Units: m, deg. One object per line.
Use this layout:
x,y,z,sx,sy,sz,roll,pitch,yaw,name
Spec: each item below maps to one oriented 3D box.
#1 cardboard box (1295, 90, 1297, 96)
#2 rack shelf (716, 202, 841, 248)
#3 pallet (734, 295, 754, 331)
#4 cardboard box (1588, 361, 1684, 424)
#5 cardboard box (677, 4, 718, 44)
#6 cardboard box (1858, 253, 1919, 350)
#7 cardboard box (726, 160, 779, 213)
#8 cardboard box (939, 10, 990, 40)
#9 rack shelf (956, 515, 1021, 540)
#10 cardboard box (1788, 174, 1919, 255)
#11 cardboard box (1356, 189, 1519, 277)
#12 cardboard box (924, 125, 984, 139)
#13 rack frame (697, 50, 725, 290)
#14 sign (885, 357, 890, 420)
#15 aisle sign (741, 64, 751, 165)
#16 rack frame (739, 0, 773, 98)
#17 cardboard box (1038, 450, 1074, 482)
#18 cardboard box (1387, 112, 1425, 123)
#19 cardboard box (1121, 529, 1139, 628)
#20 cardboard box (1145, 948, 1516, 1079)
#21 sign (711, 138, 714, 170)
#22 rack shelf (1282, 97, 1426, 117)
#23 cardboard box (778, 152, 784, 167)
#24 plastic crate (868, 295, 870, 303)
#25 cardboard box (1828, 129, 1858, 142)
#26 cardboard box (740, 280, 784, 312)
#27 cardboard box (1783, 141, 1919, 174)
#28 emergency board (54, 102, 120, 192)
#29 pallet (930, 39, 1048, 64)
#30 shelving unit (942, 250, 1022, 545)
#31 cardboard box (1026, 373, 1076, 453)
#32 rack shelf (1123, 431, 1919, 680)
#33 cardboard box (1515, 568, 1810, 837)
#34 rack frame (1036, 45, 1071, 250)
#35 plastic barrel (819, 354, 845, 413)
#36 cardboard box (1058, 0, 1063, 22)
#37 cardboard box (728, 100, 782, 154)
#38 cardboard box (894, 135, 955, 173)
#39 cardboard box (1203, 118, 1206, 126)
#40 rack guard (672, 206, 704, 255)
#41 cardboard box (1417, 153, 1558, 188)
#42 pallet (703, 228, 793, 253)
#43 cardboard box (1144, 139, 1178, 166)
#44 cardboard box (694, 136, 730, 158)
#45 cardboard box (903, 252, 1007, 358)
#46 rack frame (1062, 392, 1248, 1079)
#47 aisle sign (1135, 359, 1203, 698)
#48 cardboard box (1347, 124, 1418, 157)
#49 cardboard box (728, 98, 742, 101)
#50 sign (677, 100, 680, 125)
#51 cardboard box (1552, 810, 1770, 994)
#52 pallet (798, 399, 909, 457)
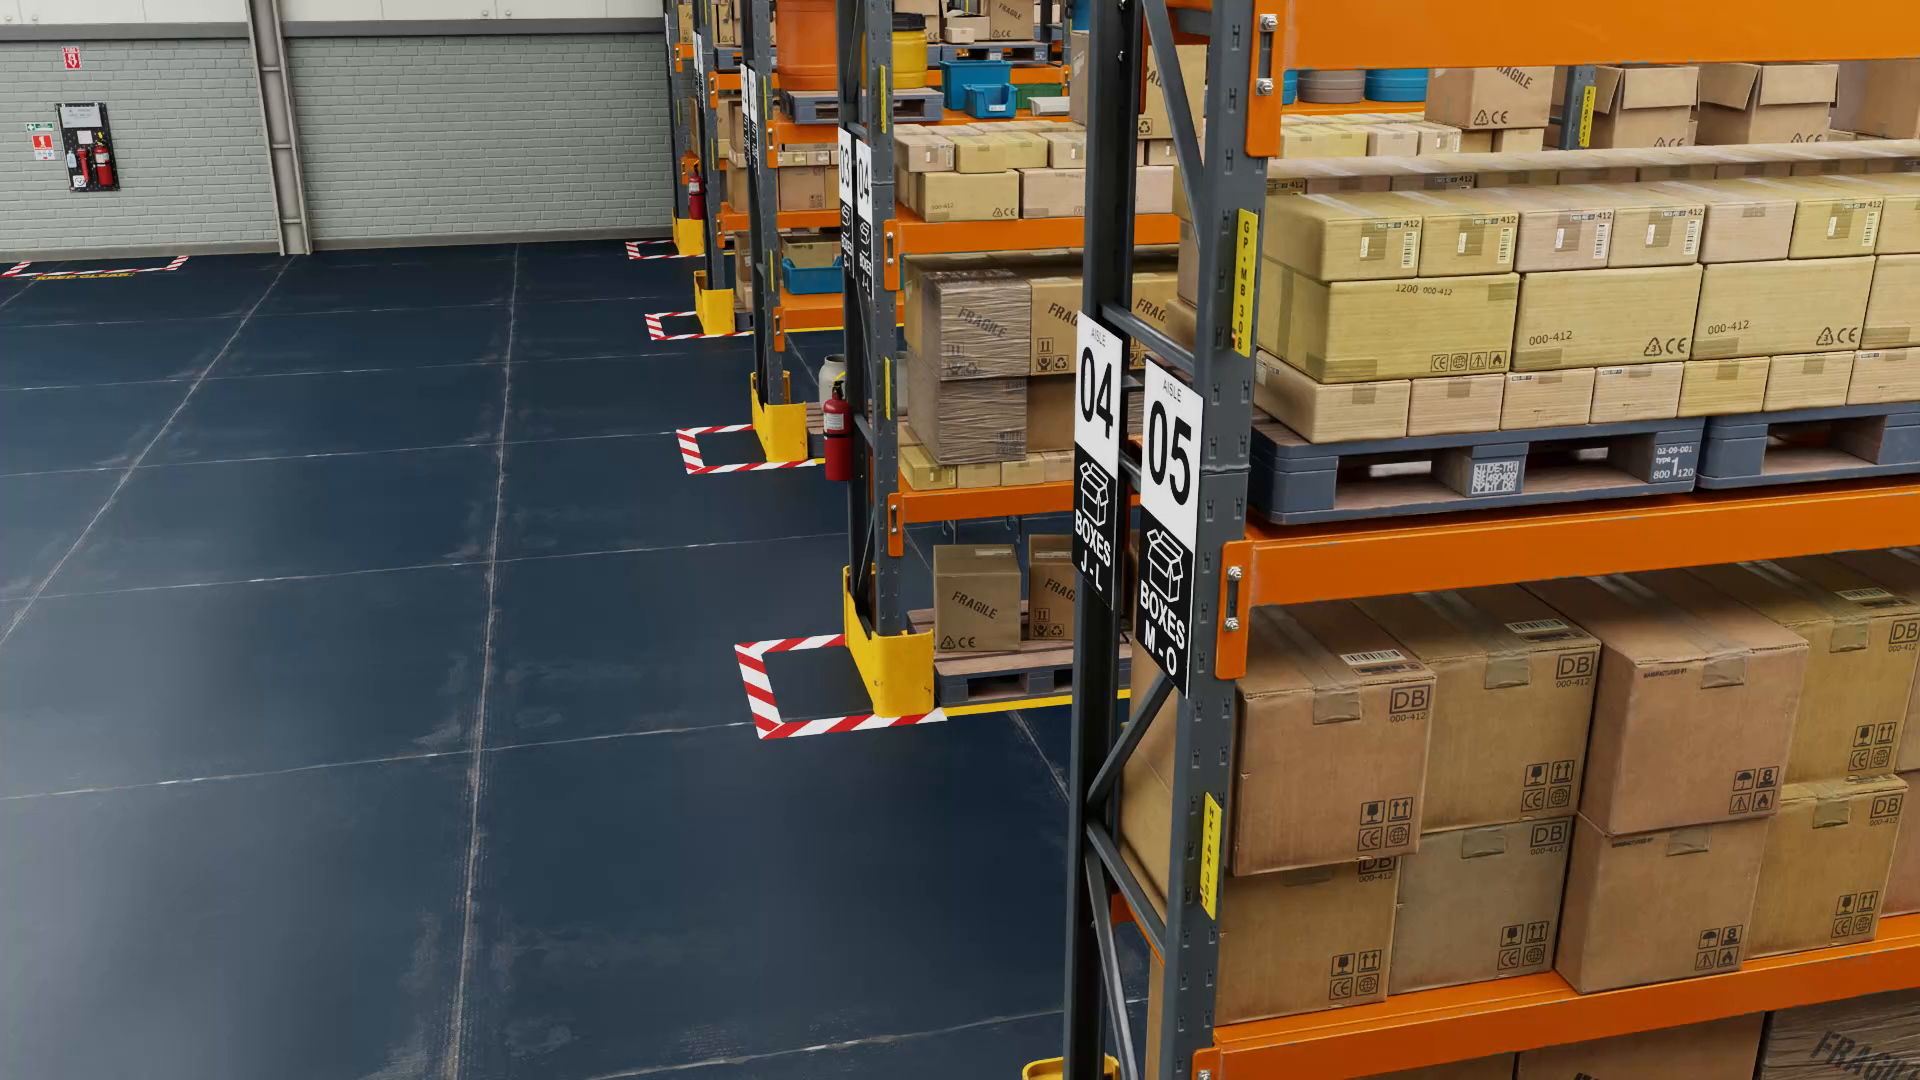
4.877,-6.735,24.642,0.500,0.250,0.500,-5,21,-13,cardboard box
-0.843,-3.724,19.165,4.000,0.370,1.077,-5,21,-12,rack shelf
-2.055,-2.668,19.292,1.213,0.211,1.003,-5,21,-12,pallet
1.675,-0.433,4.385,0.250,0.149,0.380,-4,21,-12,cardboard box
-3.550,-6.969,22.442,0.500,0.500,0.500,-4,21,-11,cardboard box
2.532,-0.713,4.569,0.500,0.250,0.500,-5,21,-13,cardboard box
-2.332,-3.983,18.681,0.500,0.500,0.700,-5,21,-12,cardboard box
0.027,-5.855,18.892,0.500,0.311,0.500,-6,21,-15,cardboard box
0.161,-0.329,12.235,0.480,0.518,0.431,-5,21,-12,rack shelf
2.414,-0.868,4.413,0.250,0.149,0.380,-4,21,-12,cardboard box
1.172,-0.767,4.137,0.250,0.149,0.380,-5,21,-12,cardboard box
-0.035,-2.220,9.291,0.250,0.149,0.380,-5,21,-14,cardboard box
-2.789,-3.903,18.609,0.127,3.000,1.000,-5,21,-12,rack frame
-0.388,-0.812,8.911,0.005,0.325,0.100,-5,21,-12,sign
-1.791,-3.559,13.891,0.004,0.787,0.394,-5,21,-12,aisle sign
-1.653,-5.062,13.050,0.127,3.000,1.000,-5,21,-12,rack frame
0.552,-0.467,9.593,0.250,0.149,0.380,-5,21,-12,cardboard box
2.749,-2.462,9.953,0.250,0.149,0.380,-6,21,-15,cardboard box
1.286,0.244,10.312,0.500,0.500,0.500,-3,20,-7,cardboard box
1.174,1.806,5.502,0.875,0.875,0.875,-5,21,-12,cardboard box
-2.667,-4.161,17.938,0.005,0.325,0.100,-5,21,-12,sign
4.186,-3.790,14.986,4.000,0.370,1.077,-5,21,-12,rack shelf
-2.101,-4.236,18.428,0.250,0.149,0.380,-5,21,-14,cardboard box
-0.708,-2.084,14.027,0.250,0.136,0.298,-5,21,-12,plastic crate
5.758,-2.522,10.695,0.500,0.250,0.500,-4,21,-11,cardboard box
-2.216,-2.777,18.922,0.500,0.250,0.500,-5,21,-12,cardboard box
2.752,-1.128,5.123,0.250,0.149,0.380,-5,21,-13,cardboard box
-11.703,-5.248,22.281,0.643,1.169,0.194,-5,21,-12,emergency board
0.279,-5.511,18.765,1.213,0.211,1.003,-5,21,-12,pallet
0.161,-0.999,11.989,0.503,2.100,0.431,-5,21,-12,shelving unit
0.487,-0.888,9.799,0.500,0.500,0.875,-5,21,-12,cardboard box
2.476,-0.148,5.042,4.000,0.370,1.077,-5,21,-12,rack shelf
1.990,0.414,5.035,0.550,0.550,0.875,-5,21,-12,cardboard box
1.103,-4.220,19.473,0.127,3.000,1.000,-5,21,-12,rack frame
-1.030,-1.352,14.650,0.421,0.512,0.421,0,20,0,plastic barrel
1.711,-7.644,23.705,0.500,0.500,0.500,-5,21,-14,cardboard box
-2.280,-4.596,18.469,0.500,0.500,0.700,-5,21,-12,cardboard box
-0.192,-2.057,8.845,0.250,0.149,0.380,-5,21,-13,cardboard box
1.489,-2.359,9.670,0.250,0.149,0.380,-4,21,-11,cardboard box
-3.859,-4.393,23.581,0.348,0.500,1.175,-5,21,-12,rack guard
1.524,-1.029,4.851,0.250,0.149,0.380,-4,21,-12,cardboard box
-3.060,-4.310,23.774,1.213,0.211,1.003,-5,21,-12,pallet
1.082,-2.148,9.095,0.250,0.149,0.380,-6,21,-15,cardboard box
-3.385,-5.432,22.972,0.500,0.250,0.500,-5,21,-14,cardboard box
-0.035,-1.369,9.660,0.500,0.500,0.500,-5,21,-12,cardboard box
0.530,1.081,5.002,0.127,3.000,1.000,-5,21,-12,rack frame
0.530,-0.033,4.265,0.004,0.787,0.394,-5,21,-12,aisle sign
2.362,-2.237,9.337,0.250,0.149,0.380,-5,21,-14,cardboard box
-2.916,-5.825,22.954,0.500,0.500,0.500,-5,21,-12,cardboard box
-3.808,-5.786,22.490,0.005,0.325,0.100,-5,21,-12,sign
1.984,0.913,5.243,0.550,0.550,0.875,-5,21,-12,cardboard box
-0.798,-1.020,14.792,1.213,0.211,1.003,-5,21,-12,pallet
